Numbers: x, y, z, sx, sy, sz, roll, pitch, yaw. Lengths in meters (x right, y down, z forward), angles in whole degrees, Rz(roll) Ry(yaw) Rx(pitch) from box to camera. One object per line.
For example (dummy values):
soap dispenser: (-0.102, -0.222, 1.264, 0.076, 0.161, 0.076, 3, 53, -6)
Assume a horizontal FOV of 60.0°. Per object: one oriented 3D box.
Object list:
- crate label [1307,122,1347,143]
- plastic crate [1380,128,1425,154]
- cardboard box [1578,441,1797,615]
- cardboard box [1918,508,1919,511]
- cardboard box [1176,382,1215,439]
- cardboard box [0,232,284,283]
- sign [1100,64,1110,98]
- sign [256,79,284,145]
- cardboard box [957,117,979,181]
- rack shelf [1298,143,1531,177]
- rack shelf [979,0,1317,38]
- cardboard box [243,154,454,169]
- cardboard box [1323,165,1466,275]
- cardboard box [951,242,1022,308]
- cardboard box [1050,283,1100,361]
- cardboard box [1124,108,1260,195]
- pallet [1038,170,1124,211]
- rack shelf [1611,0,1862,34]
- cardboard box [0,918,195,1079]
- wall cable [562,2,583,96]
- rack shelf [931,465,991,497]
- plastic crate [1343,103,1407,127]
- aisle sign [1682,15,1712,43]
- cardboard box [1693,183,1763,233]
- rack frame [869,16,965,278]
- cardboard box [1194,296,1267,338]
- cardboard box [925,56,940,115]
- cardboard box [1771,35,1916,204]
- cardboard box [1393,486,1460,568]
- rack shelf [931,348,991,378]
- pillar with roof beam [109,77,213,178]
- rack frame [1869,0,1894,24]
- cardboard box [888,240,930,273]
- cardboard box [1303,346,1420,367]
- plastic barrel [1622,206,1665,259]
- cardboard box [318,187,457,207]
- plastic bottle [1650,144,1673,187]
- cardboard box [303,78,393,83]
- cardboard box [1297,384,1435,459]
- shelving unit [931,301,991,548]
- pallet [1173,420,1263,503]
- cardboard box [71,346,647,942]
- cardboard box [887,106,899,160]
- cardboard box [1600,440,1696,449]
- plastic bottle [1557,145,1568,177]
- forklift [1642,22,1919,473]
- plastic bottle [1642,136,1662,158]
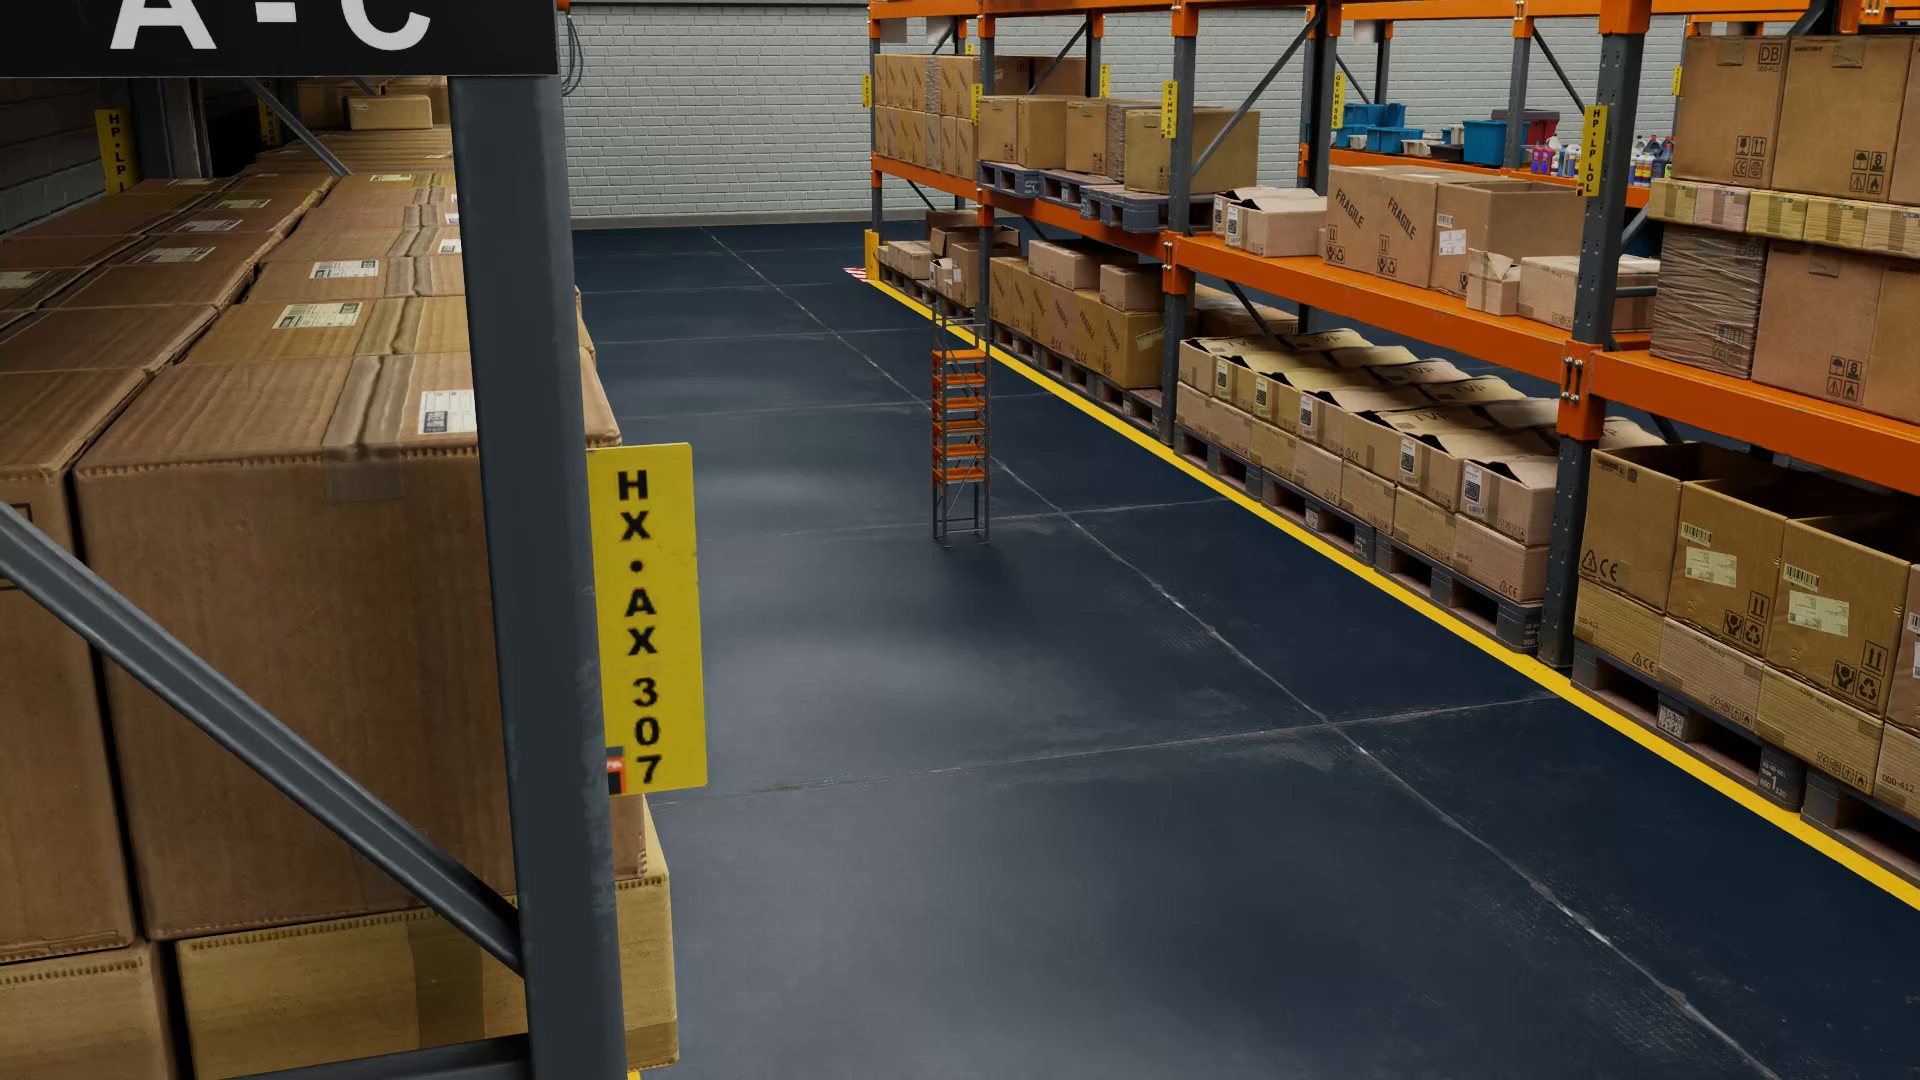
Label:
crate label: (4.076, -4.531, 18.507, 0.416, 0.233, 0.303, -5, 17, -15)
plastic crate: (4.520, -4.083, 17.018, 0.416, 0.233, 0.300, -5, 17, -15)
cardboard box: (2.685, -0.057, 6.173, 0.500, 0.500, 0.500, -5, 17, -15)
cardboard box: (3.463, 0.178, 5.390, 0.500, 0.500, 0.500, -5, 17, -15)
cardboard box: (1.621, -0.789, 9.914, 0.500, 0.250, 0.500, -5, 17, -15)
cardboard box: (-1.552, -0.300, 3.158, 0.500, 0.500, 0.500, -4, 17, -14)
sign: (1.193, -3.779, 13.805, 0.100, 0.325, 0.005, -5, 17, -15)
sign: (-3.535, -2.190, 8.516, 0.100, 0.325, 0.005, -5, 17, -15)
cardboard box: (0.276, -3.345, 14.200, 0.500, 0.500, 0.500, -4, 17, -14)
rack shelf: (4.874, -3.779, 17.068, 1.077, 0.370, 4.000, -5, 17, -15)
rack shelf: (1.210, -3.718, 11.652, 1.077, 0.370, 4.000, -5, 17, -15)
cardboard box: (-2.157, -1.131, 6.065, 0.700, 0.500, 0.500, -3, 17, -10)
cardboard box: (2.236, -1.658, 8.583, 0.500, 0.500, 0.500, -6, 18, -18)
cardboard box: (0.231, -2.328, 14.568, 0.500, 0.500, 0.500, -5, 17, -15)
cardboard box: (0.984, -1.614, 12.193, 0.500, 0.500, 0.500, -5, 18, -17)
cardboard box: (1.478, -2.487, 10.614, 0.700, 0.500, 0.500, -12, 20, -34)
pallet: (1.220, -2.518, 11.956, 1.003, 0.211, 1.213, -5, 17, -15)
rack shelf: (3.408, -1.505, 4.286, 1.077, 0.370, 4.000, -5, 17, -15)
cardboard box: (-1.119, 0.481, 1.863, 0.500, 0.250, 0.500, -4, 17, -14)
wall cable: (-6.412, -6.872, 21.084, 3.097, 2.526, 0.112, -5, 17, -15)
rack shelf: (0.004, -0.298, 8.348, 0.258, 0.103, 0.180, -5, 17, -15)
plastic crate: (4.596, -4.644, 18.533, 0.616, 0.435, 0.499, -5, 17, -15)
aisle sign: (8.778, -6.309, 19.723, 0.394, 0.787, 0.004, -5, 17, -15)
cardboard box: (2.815, -1.166, 5.818, 0.380, 0.149, 0.250, -4, 17, -14)
rack frame: (-0.439, -4.286, 17.505, 1.000, 3.000, 0.127, -5, 17, -15)
cardboard box: (1.760, -1.379, 11.410, 0.500, 0.500, 0.500, -5, 18, -17)
cardboard box: (-0.010, -4.106, 14.997, 0.500, 0.500, 0.500, -5, 17, -15)
cardboard box: (3.127, -1.374, 5.382, 0.700, 0.500, 0.500, -5, 17, -15)
cardboard box: (2.329, -0.083, 7.562, 0.500, 0.250, 0.500, -5, 17, -16)
rack shelf: (0.004, -0.873, 8.175, 0.258, 0.103, 0.180, -5, 17, -15)
pillar with roof beam: (0.662, -4.466, 7.677, 9.100, 9.000, 0.400, -5, 17, -15)
rack frame: (6.523, -2.463, 11.439, 1.000, 3.000, 0.127, -5, 17, -15)
cardboard box: (-0.425, -2.868, 16.802, 0.500, 0.250, 0.500, -5, 17, -15)
cardboard box: (2.289, -0.957, 9.499, 0.500, 0.311, 0.500, -5, 17, -16)
plastic barrel: (5.751, -2.418, 14.206, 0.600, 0.901, 0.708, -5, 17, -15)
cardboard box: (-1.333, -0.627, 4.247, 0.500, 0.500, 0.500, -5, 17, -16)
plastic bottle: (5.596, -2.969, 13.209, 0.144, 0.351, 0.185, -5, 17, -15)
cardboard box: (-3.653, -2.630, 9.964, 0.500, 0.250, 0.500, -5, 17, -17)
cardboard box: (2.053, -0.630, 8.409, 0.500, 0.311, 0.500, -5, 17, -16)
shelving unit: (0.004, -0.571, 8.266, 0.258, 1.200, 0.189, -5, 17, -15)
pallet: (1.948, -0.507, 9.772, 1.003, 0.211, 1.213, -5, 17, -15)
cardboard box: (-0.646, 0.080, 1.894, 0.500, 0.500, 0.500, -5, 17, -15)
cardboard box: (-0.424, -4.048, 16.539, 0.500, 0.500, 0.500, -5, 17, -16)
cardboard box: (2.984, -0.253, 7.156, 0.500, 0.311, 0.500, -5, 17, -15)
plastic bottle: (5.227, -3.279, 14.377, 0.097, 0.271, 0.097, 0, 17, 0)
forklift: (4.753, -1.455, 8.202, 1.130, 2.935, 3.031, -5, 17, -16)
plastic bottle: (5.903, -3.255, 14.161, 0.144, 0.351, 0.185, -5, 17, -15)
